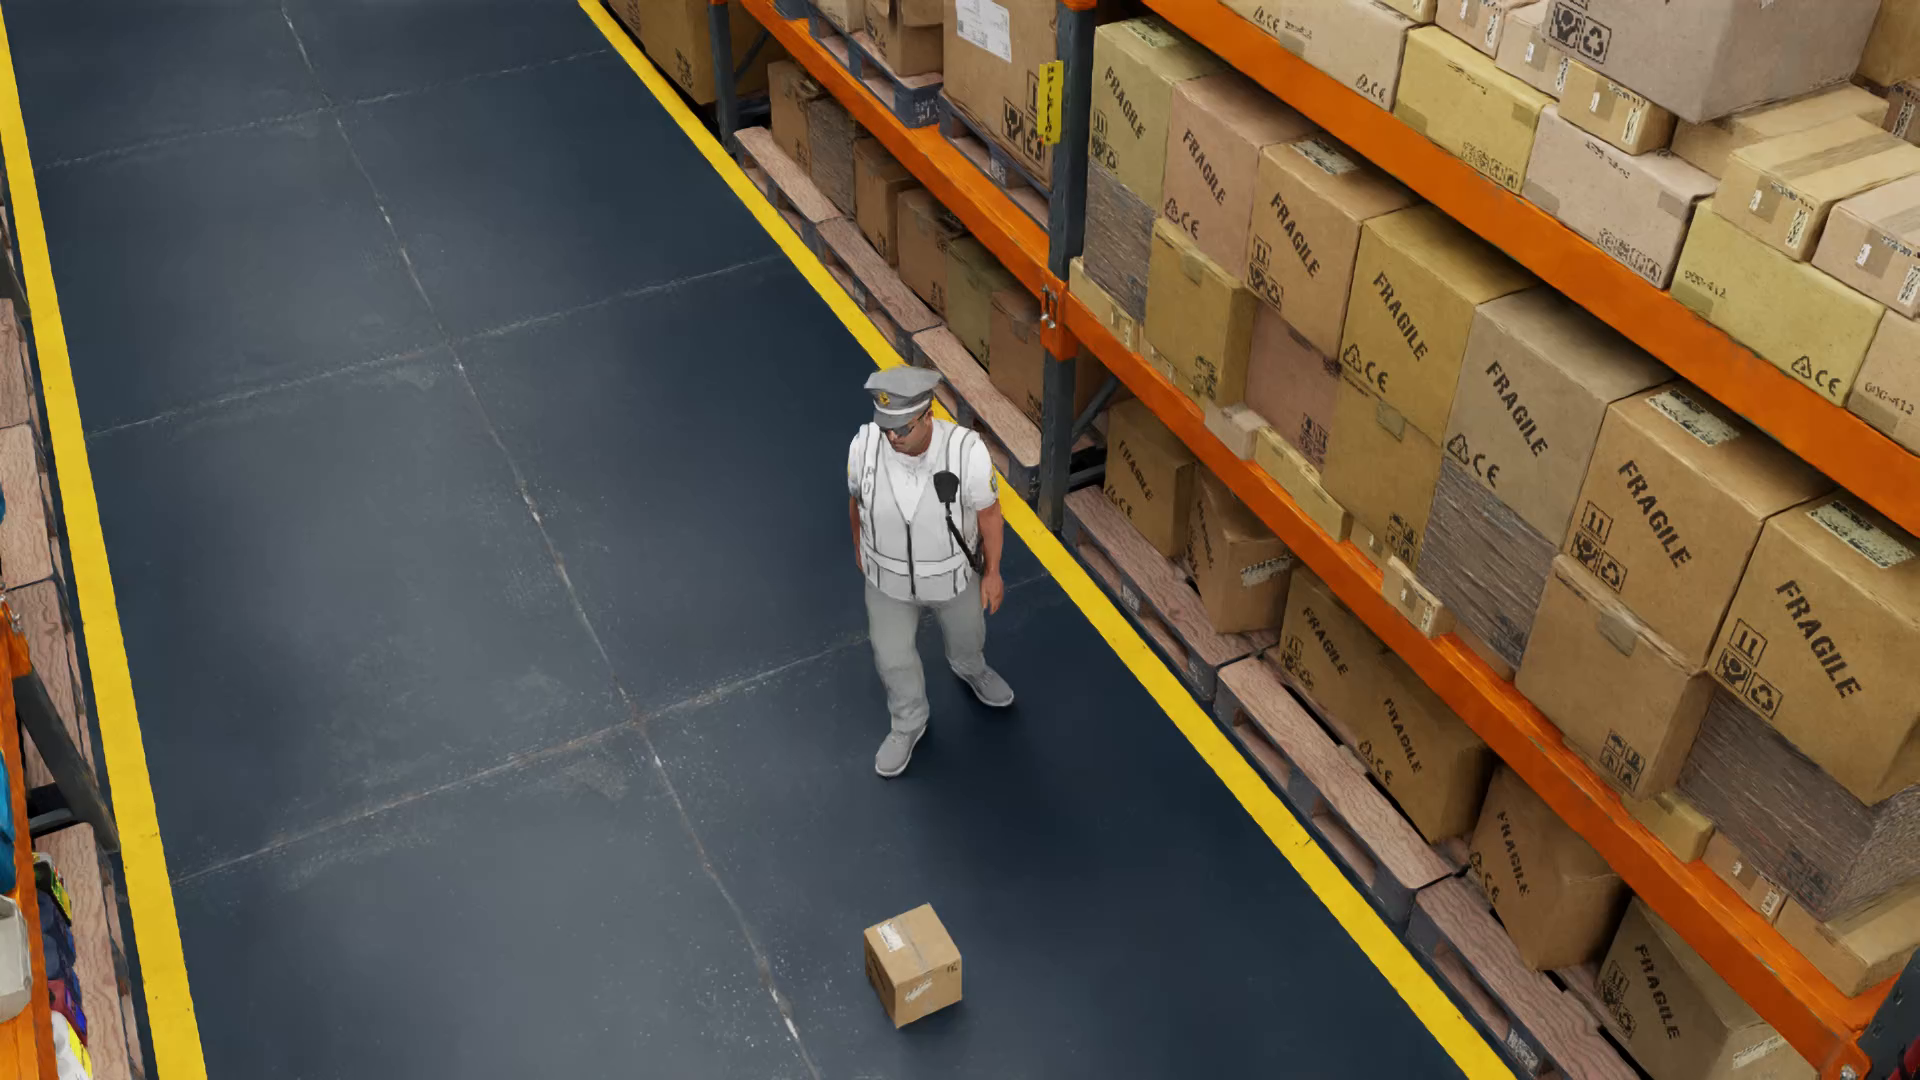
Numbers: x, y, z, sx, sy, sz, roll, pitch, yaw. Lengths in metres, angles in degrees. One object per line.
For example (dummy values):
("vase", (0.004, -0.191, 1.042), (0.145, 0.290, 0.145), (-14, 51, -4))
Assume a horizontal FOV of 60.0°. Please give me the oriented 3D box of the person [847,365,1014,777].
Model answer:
("person", (-0.099, 0.071, 6.073), (0.609, 1.739, 0.633), (4, 41, 4))
